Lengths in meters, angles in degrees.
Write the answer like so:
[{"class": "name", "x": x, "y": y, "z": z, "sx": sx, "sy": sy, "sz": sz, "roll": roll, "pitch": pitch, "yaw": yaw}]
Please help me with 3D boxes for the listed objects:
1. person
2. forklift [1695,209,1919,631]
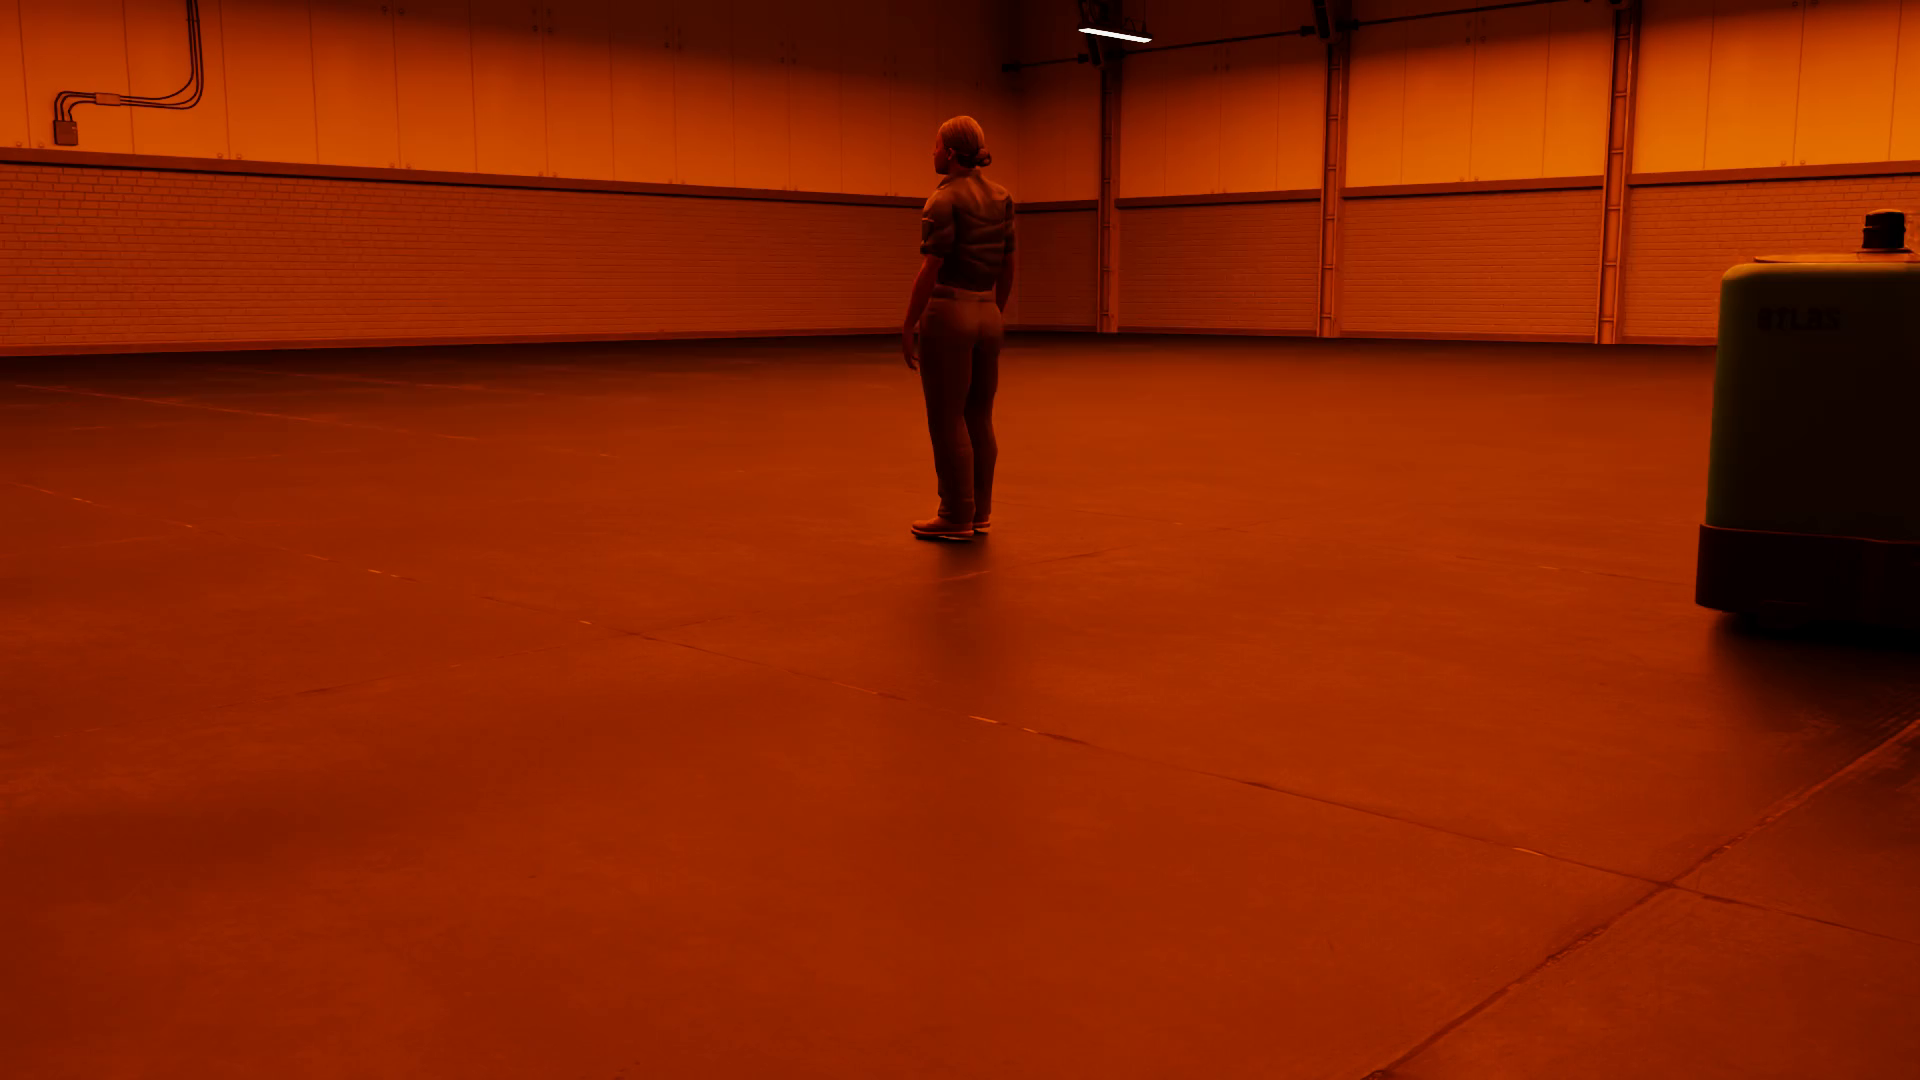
[{"class": "person", "x": -0.049, "y": -0.837, "z": 6.668, "sx": 0.503, "sy": 1.656, "sz": 0.569, "roll": 8, "pitch": 12, "yaw": 43}, {"class": "forklift", "x": 3.721, "y": -1.128, "z": 4.362, "sx": 3.031, "sy": 2.935, "sz": 1.130, "roll": 5, "pitch": 10, "yaw": 31}]
